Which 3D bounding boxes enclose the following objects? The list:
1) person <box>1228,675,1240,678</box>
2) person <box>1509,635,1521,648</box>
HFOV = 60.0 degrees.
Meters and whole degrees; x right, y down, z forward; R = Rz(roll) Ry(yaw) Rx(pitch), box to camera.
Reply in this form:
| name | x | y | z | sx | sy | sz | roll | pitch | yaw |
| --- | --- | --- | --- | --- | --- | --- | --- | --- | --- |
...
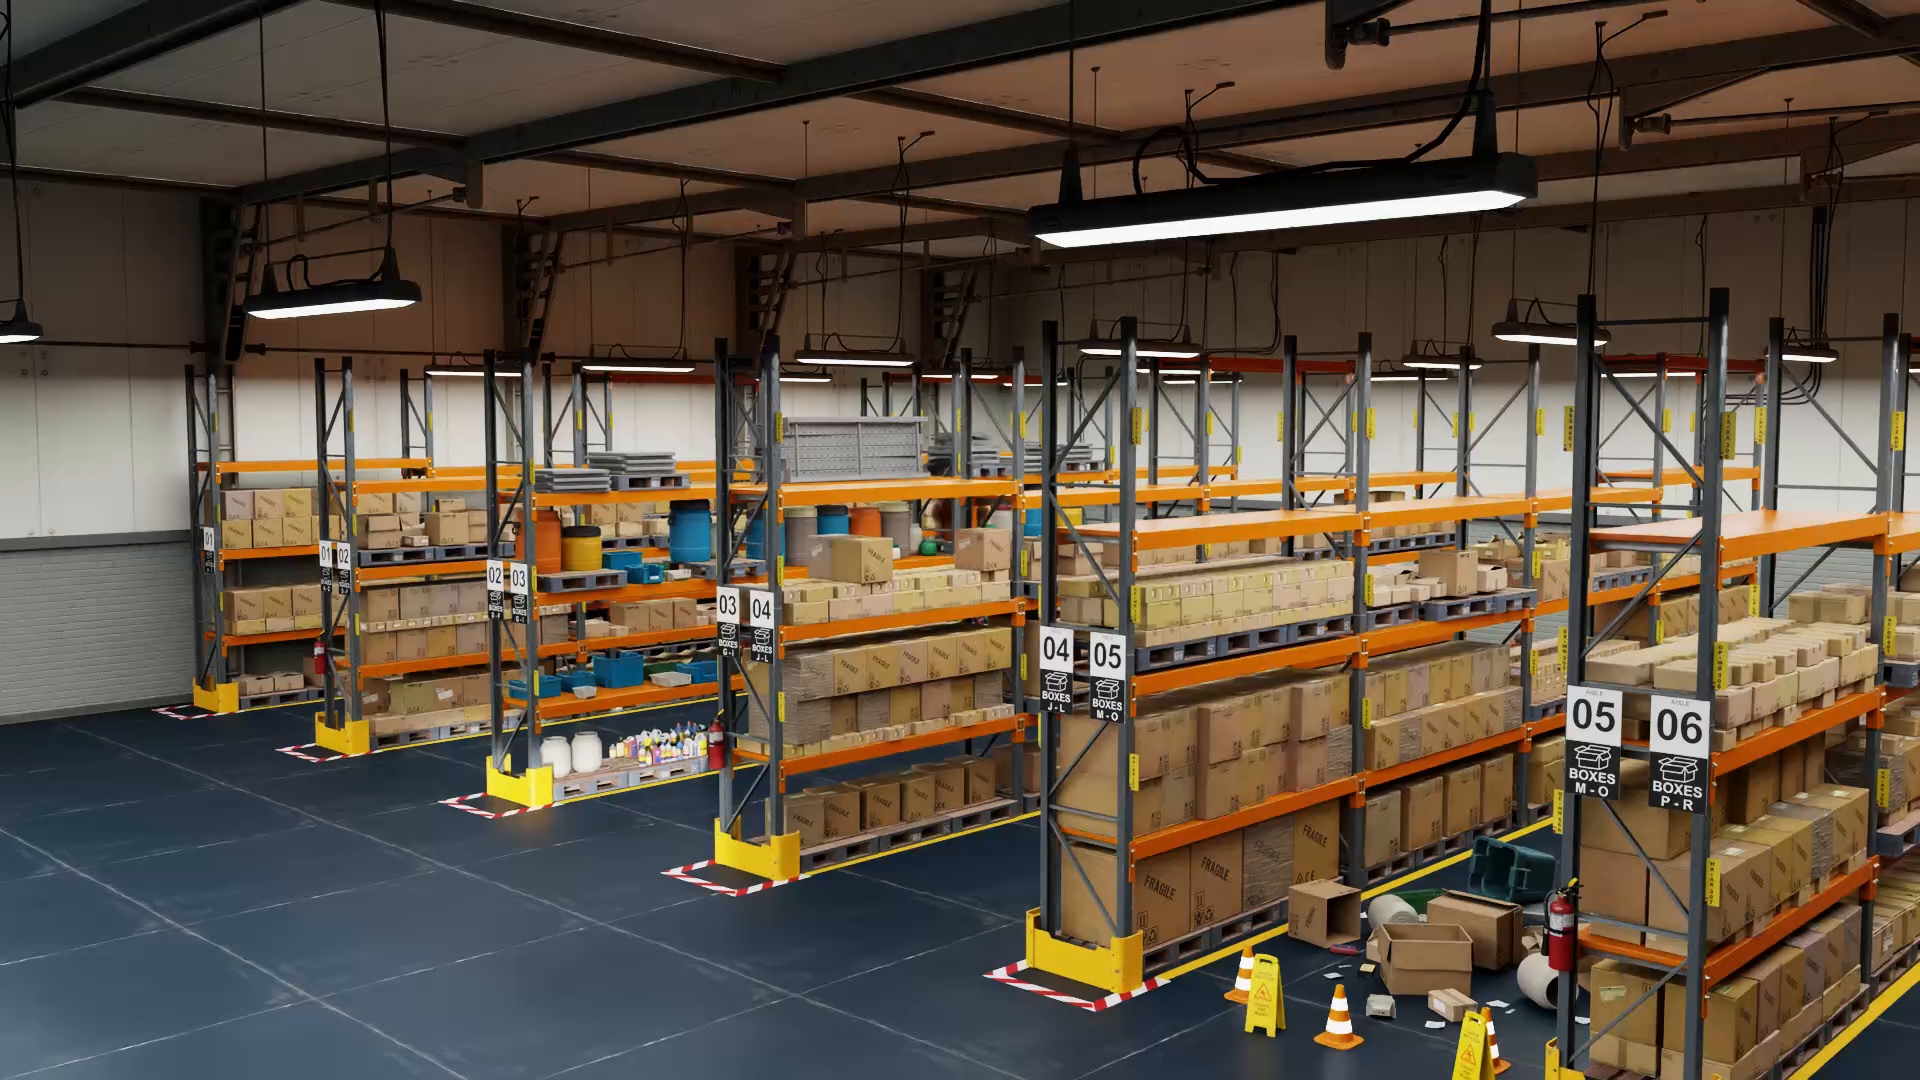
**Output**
| name | x | y | z | sx | sy | sz | roll | pitch | yaw |
| --- | --- | --- | --- | --- | --- | --- | --- | --- | --- |
| person | 3.526 | 2.592 | 21.877 | 0.426 | 1.787 | 0.610 | 1 | 5 | 16 |
| person | 8.916 | 2.315 | 26.765 | 0.558 | 1.604 | 0.921 | 4 | 6 | 39 |
